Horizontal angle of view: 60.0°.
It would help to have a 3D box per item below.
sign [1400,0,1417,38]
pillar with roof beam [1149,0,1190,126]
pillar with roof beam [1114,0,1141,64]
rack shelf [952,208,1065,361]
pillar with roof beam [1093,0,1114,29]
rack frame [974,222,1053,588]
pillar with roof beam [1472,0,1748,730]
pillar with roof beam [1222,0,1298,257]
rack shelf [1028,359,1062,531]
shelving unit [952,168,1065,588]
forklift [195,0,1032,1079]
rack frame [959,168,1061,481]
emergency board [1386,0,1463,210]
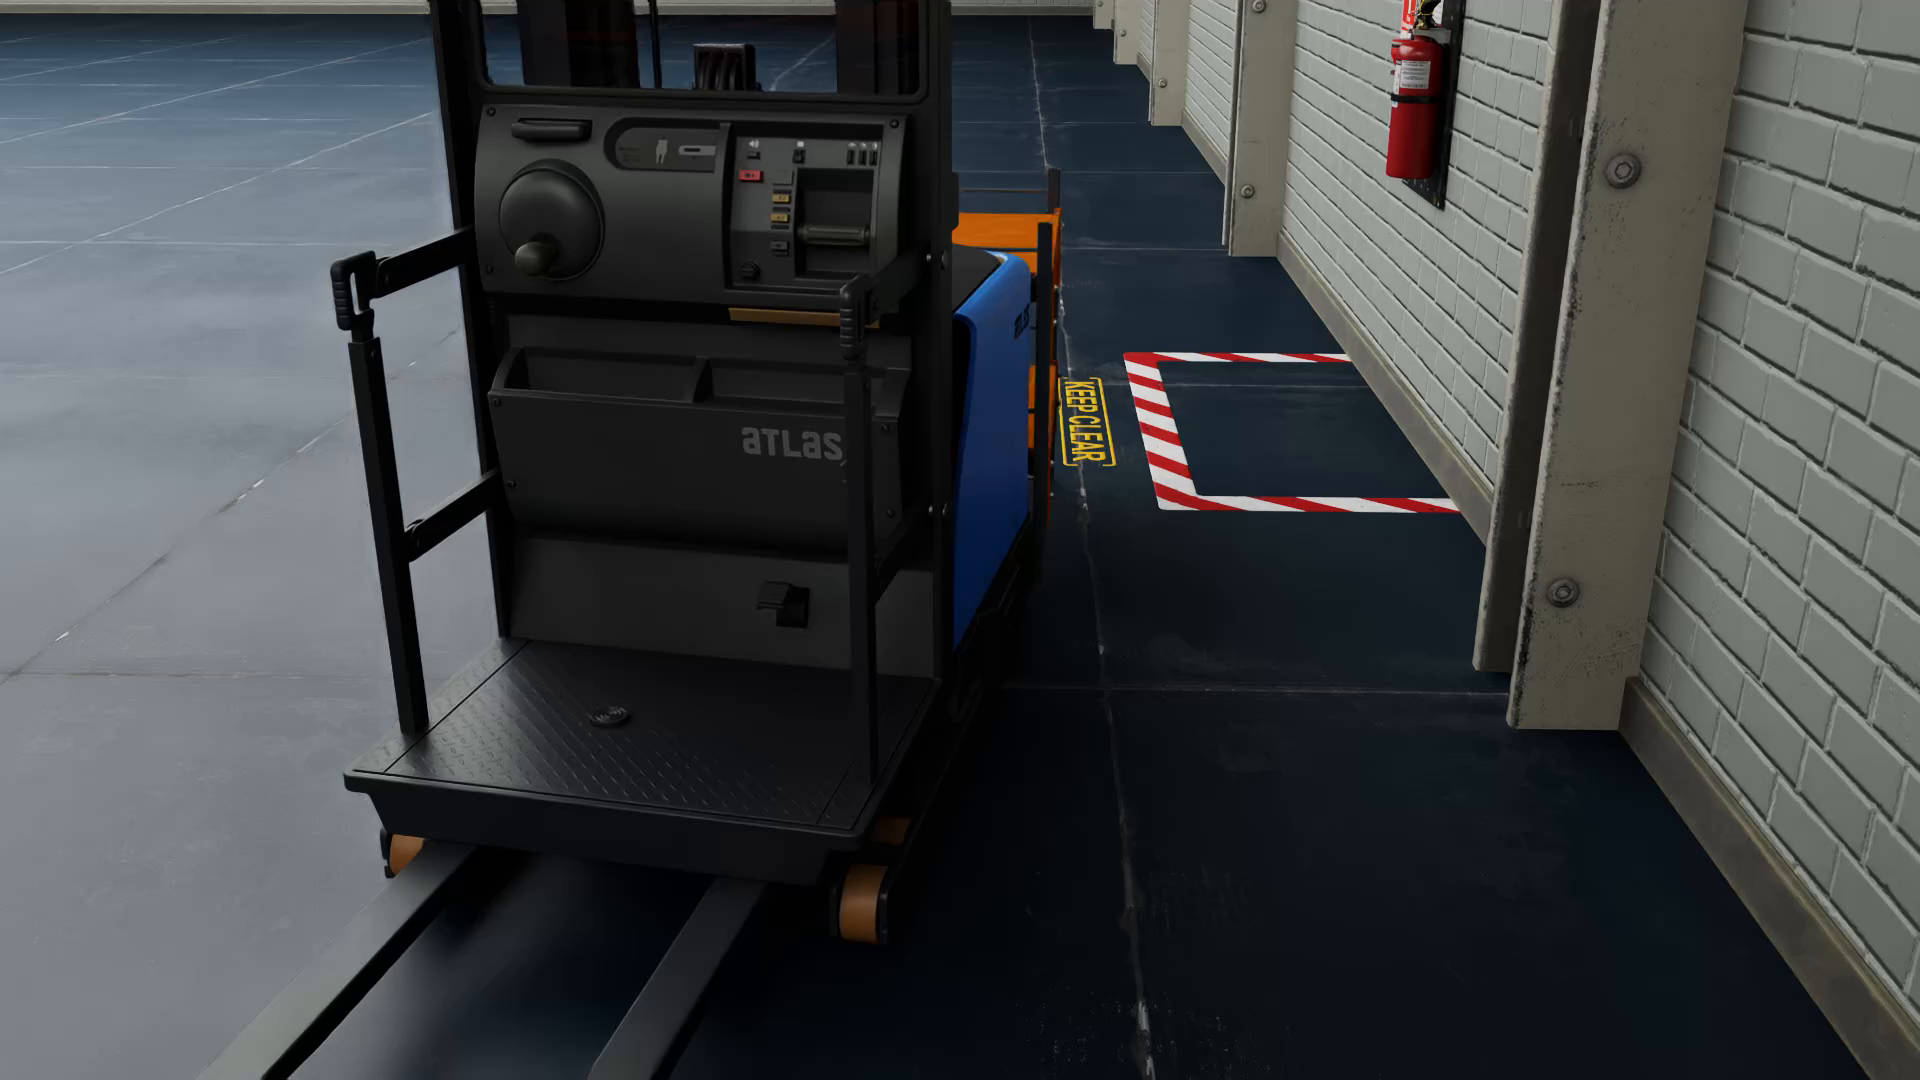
[{"bbox_3d":[1.812,-2.092,6.725,0.001,0.329,0.234,1,21,2],"label":"sign"},{"bbox_3d":[-2.359,-8.167,14.137,9.100,9.000,0.400,1,21,2],"label":"pillar with roof beam"},{"bbox_3d":[-2.176,-10.336,19.728,9.100,9.000,0.400,1,21,2],"label":"pillar with roof beam"},{"bbox_3d":[0.056,-0.844,5.341,0.538,0.278,1.000,2,21,4],"label":"rack shelf"},{"bbox_3d":[-1.994,-12.506,25.319,9.100,9.000,0.400,1,21,2],"label":"pillar with roof beam"},{"bbox_3d":[0.016,-0.388,4.974,0.500,1.125,0.032,2,21,4],"label":"rack frame"},{"bbox_3d":[-2.724,-3.828,2.955,9.100,9.000,0.400,1,21,2],"label":"pillar with roof beam"},{"bbox_3d":[-2.541,-5.997,8.546,9.100,9.000,0.400,1,21,2],"label":"pillar with roof beam"},{"bbox_3d":[0.056,-0.344,5.535,0.538,0.278,1.000,2,21,4],"label":"rack shelf"},{"bbox_3d":[0.056,-0.572,5.447,0.538,1.125,1.048,2,21,4],"label":"shelving unit"},{"bbox_3d":[-0.612,-0.689,3.252,1.130,2.935,3.031,5,22,12],"label":"forklift"},{"bbox_3d":[0.096,-0.755,5.919,0.500,1.125,0.032,2,21,4],"label":"rack frame"},{"bbox_3d":[1.692,-1.877,6.219,0.194,1.169,0.643,1,21,2],"label":"emergency board"}]
